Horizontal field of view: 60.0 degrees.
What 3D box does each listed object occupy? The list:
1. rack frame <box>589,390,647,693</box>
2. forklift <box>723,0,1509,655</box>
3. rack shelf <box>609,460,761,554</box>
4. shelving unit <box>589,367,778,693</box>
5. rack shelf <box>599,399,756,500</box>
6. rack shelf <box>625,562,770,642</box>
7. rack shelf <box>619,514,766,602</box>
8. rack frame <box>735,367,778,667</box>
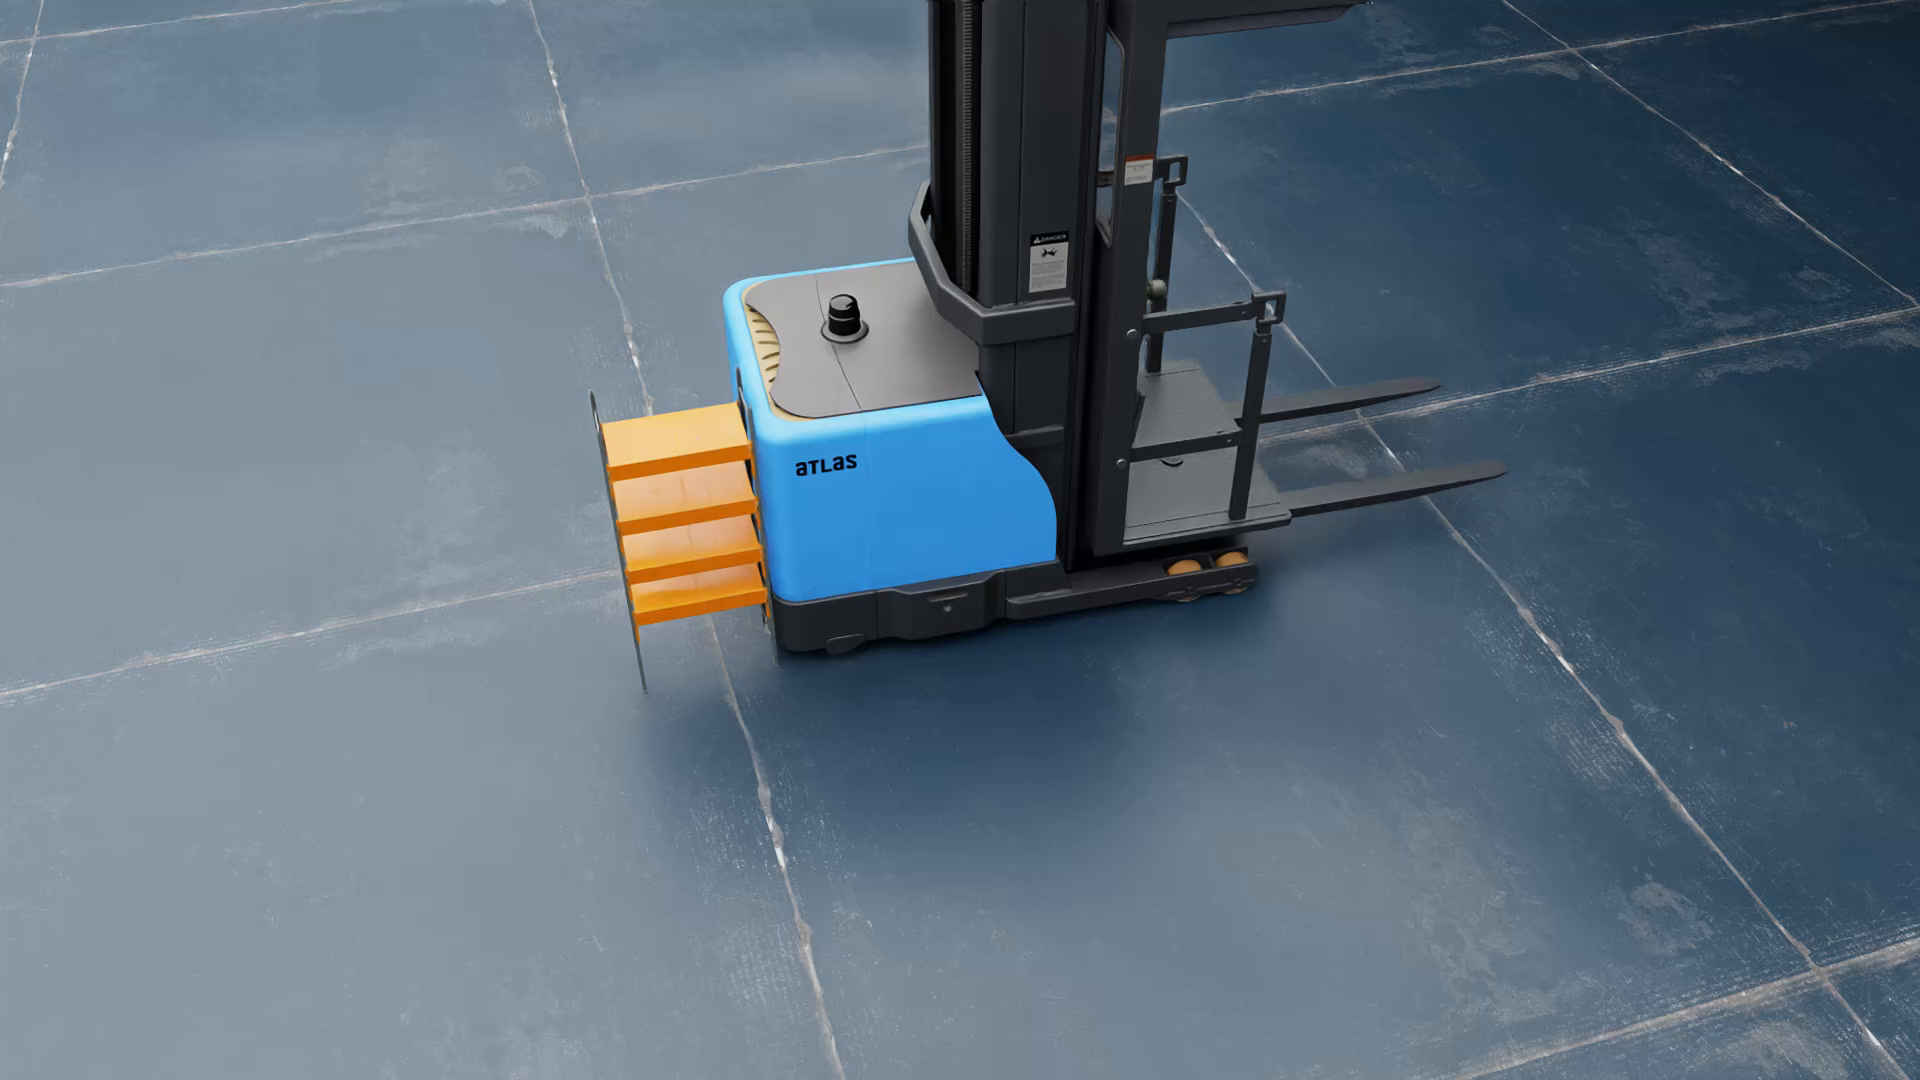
[{"bbox_3d":[-1.187,0.032,5.801,0.015,1.200,0.240,-10,42,-12],"label":"rack frame"},{"bbox_3d":[0.674,-1.192,5.887,3.031,2.935,1.130,-9,42,-10],"label":"forklift"},{"bbox_3d":[-0.952,-0.128,5.747,0.480,0.148,0.258,-10,42,-12],"label":"rack shelf"},{"bbox_3d":[-0.952,-0.011,5.850,0.503,1.200,0.258,-10,42,-12],"label":"shelving unit"},{"bbox_3d":[-0.952,-0.307,5.591,0.480,0.148,0.258,-10,42,-12],"label":"rack shelf"},{"bbox_3d":[-0.952,0.190,6.025,0.480,0.148,0.258,-10,42,-12],"label":"rack shelf"},{"bbox_3d":[-0.952,0.040,5.894,0.480,0.148,0.258,-10,42,-12],"label":"rack shelf"},{"bbox_3d":[-0.717,-0.054,5.899,0.015,1.200,0.240,-10,42,-12],"label":"rack frame"}]
